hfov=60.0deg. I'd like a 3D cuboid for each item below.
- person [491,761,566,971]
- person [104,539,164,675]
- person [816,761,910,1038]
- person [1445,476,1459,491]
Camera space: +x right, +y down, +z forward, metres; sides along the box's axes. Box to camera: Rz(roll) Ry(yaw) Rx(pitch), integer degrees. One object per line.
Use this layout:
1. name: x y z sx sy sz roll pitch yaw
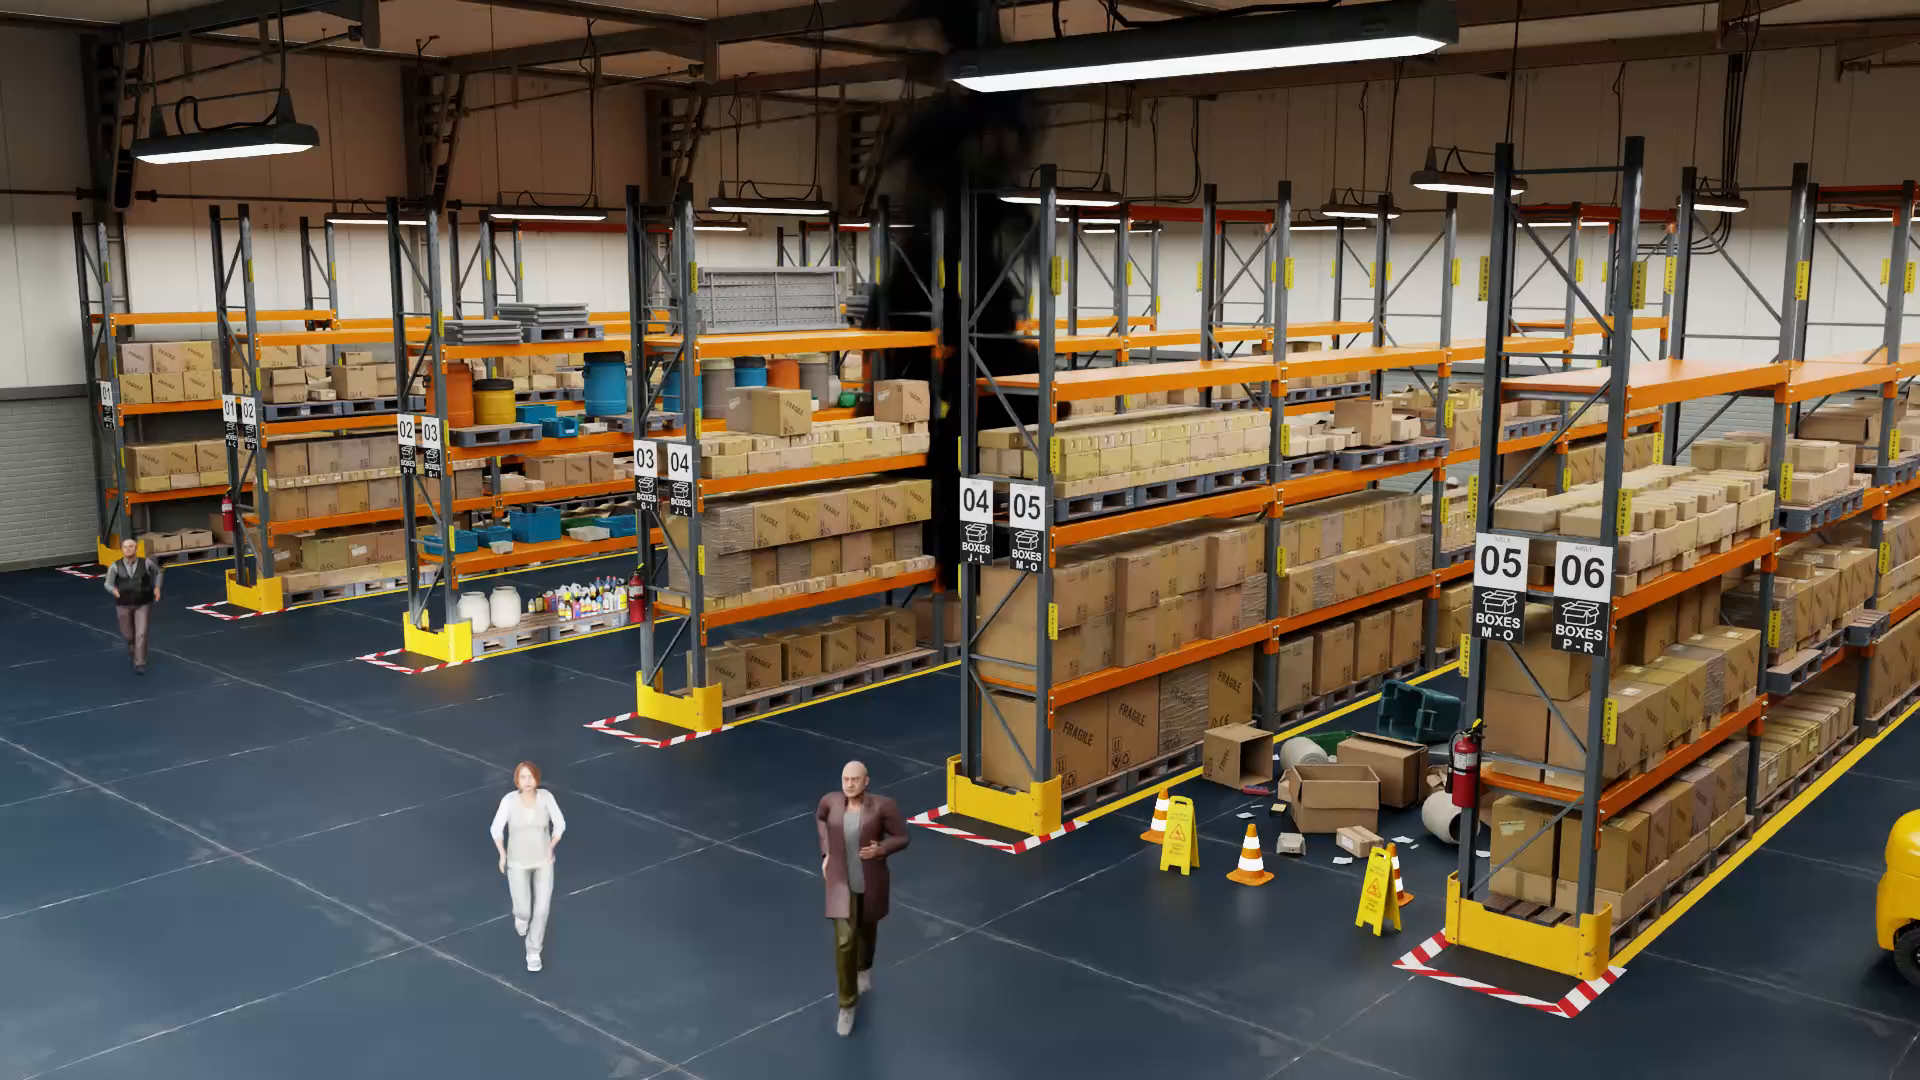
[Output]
1. person: -3.188 2.387 12.335 0.538 1.554 0.549 -3 10 -18
2. person: -10.485 0.836 21.146 0.677 1.691 0.984 -4 10 -22
3. person: -0.681 2.403 11.521 0.674 1.836 0.925 0 9 1
4. person: 7.808 -0.113 26.574 0.677 1.825 0.797 8 12 39
